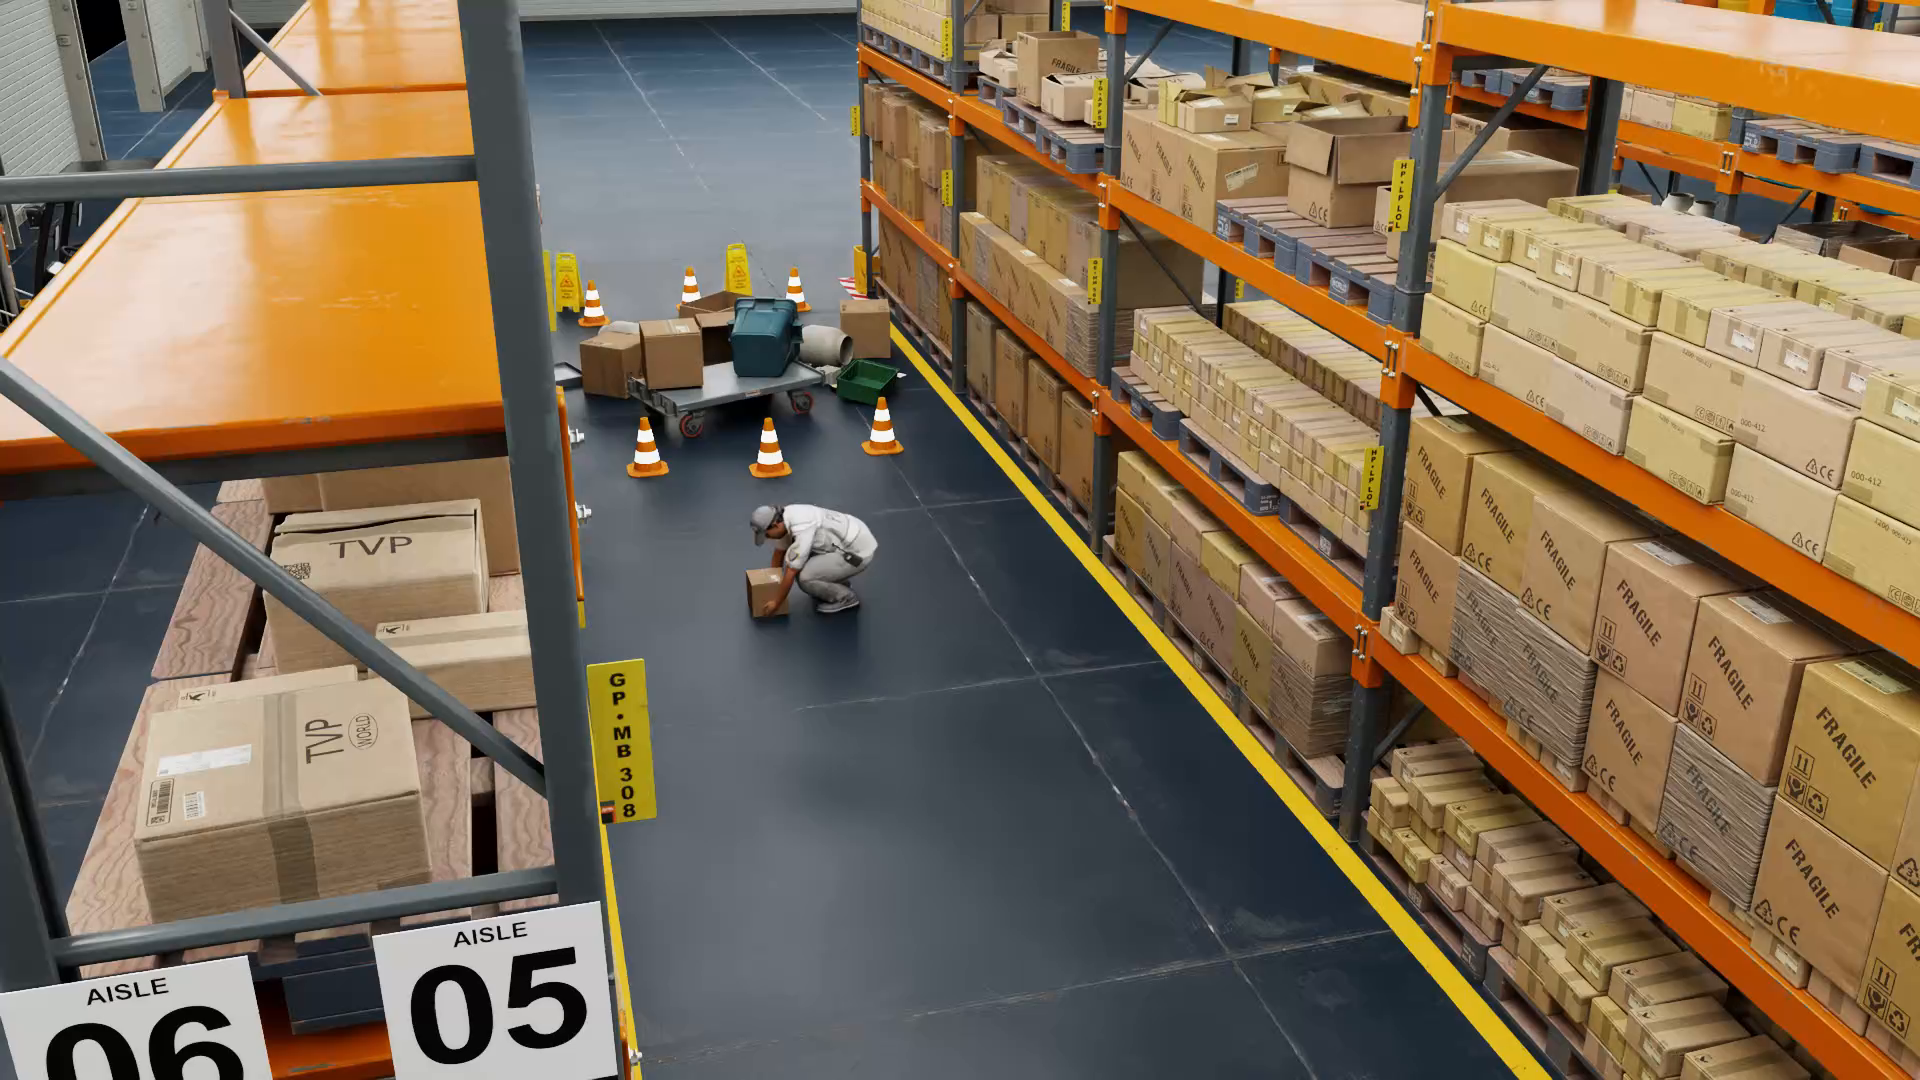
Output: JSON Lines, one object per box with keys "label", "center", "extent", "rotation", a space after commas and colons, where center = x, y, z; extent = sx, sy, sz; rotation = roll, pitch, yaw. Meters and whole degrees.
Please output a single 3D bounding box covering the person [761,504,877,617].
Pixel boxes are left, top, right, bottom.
{"label": "person", "center": [1.238, -10.743, 30.294], "extent": [16.704, 6.023, 40.737], "rotation": [-6, 24, -14]}
